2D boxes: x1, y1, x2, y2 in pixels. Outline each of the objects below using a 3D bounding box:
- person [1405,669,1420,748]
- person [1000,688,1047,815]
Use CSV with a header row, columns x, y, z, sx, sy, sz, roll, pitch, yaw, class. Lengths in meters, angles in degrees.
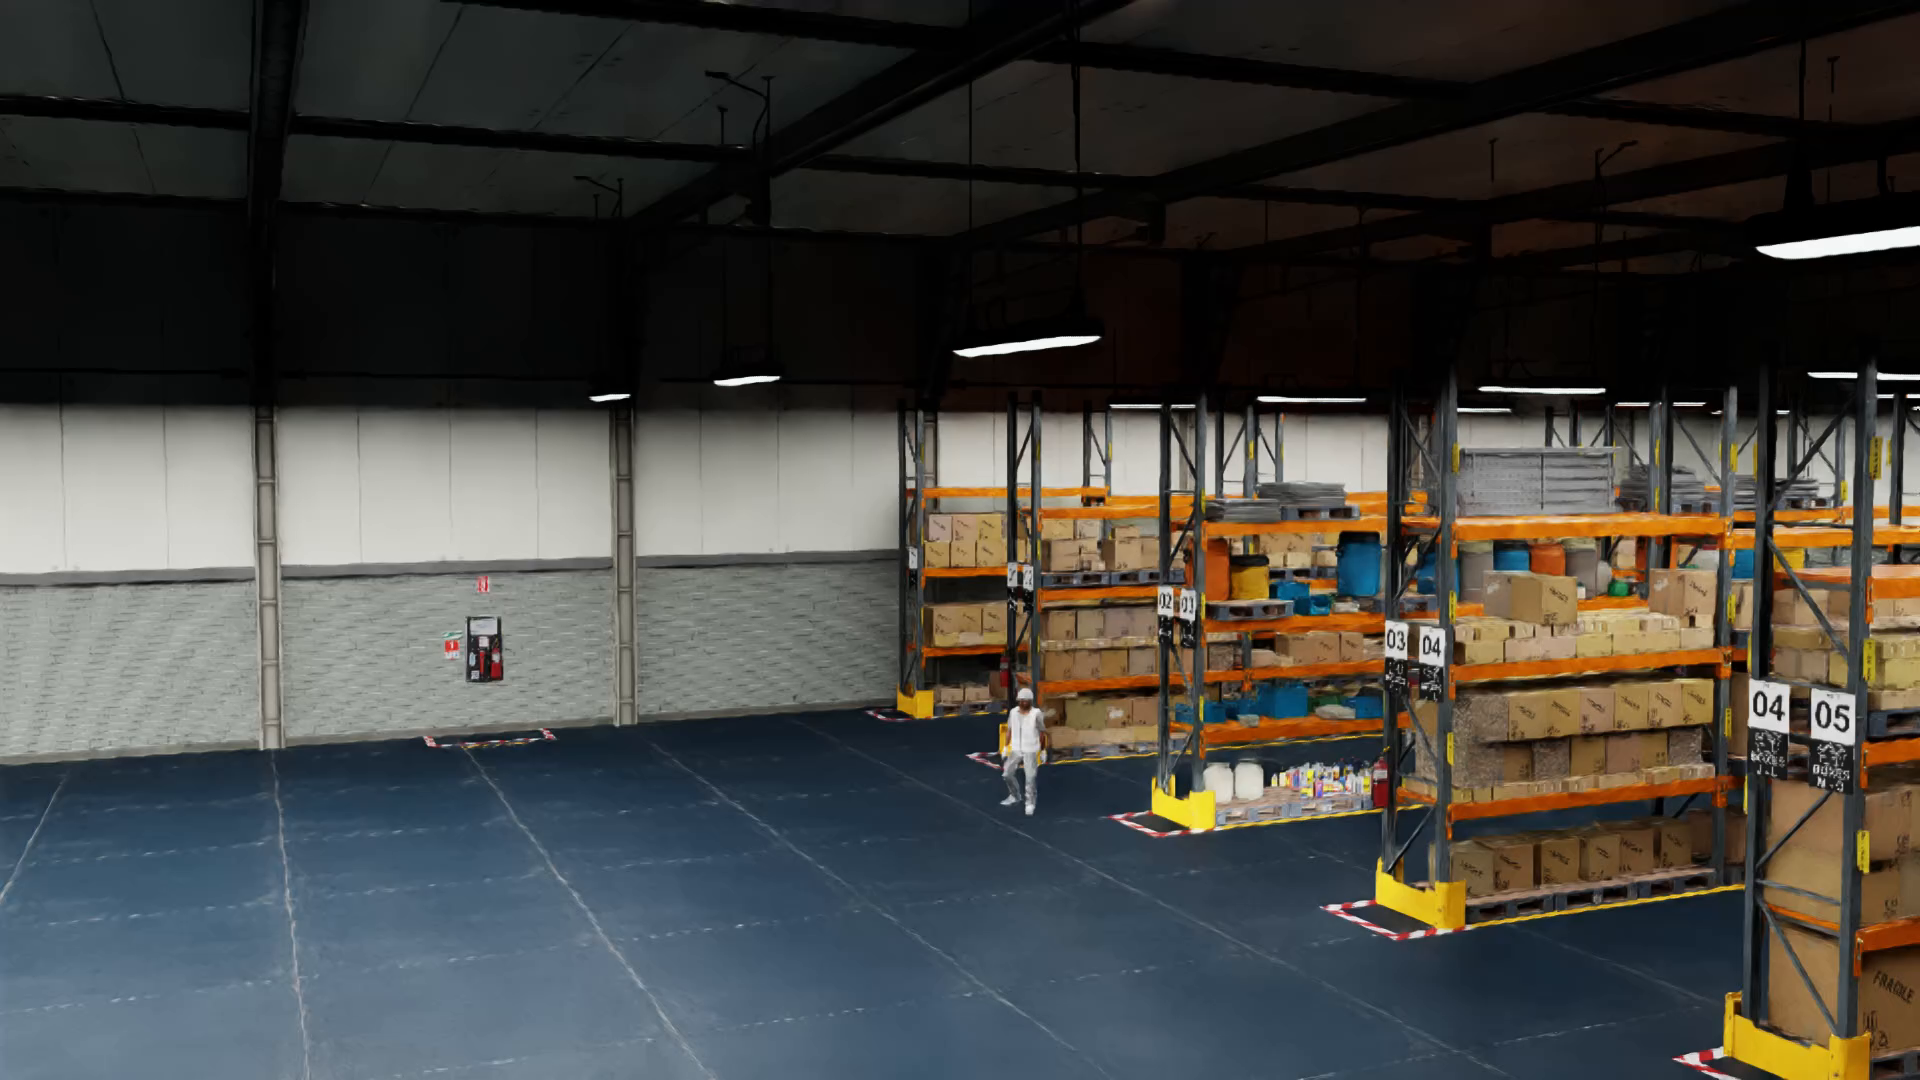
x,y,z,sx,sy,sz,roll,pitch,yaw,class
7.781,2.702,28.147,0.420,1.601,0.506,3,4,41,person
0.855,2.918,23.153,0.735,1.773,0.526,2,4,27,person
